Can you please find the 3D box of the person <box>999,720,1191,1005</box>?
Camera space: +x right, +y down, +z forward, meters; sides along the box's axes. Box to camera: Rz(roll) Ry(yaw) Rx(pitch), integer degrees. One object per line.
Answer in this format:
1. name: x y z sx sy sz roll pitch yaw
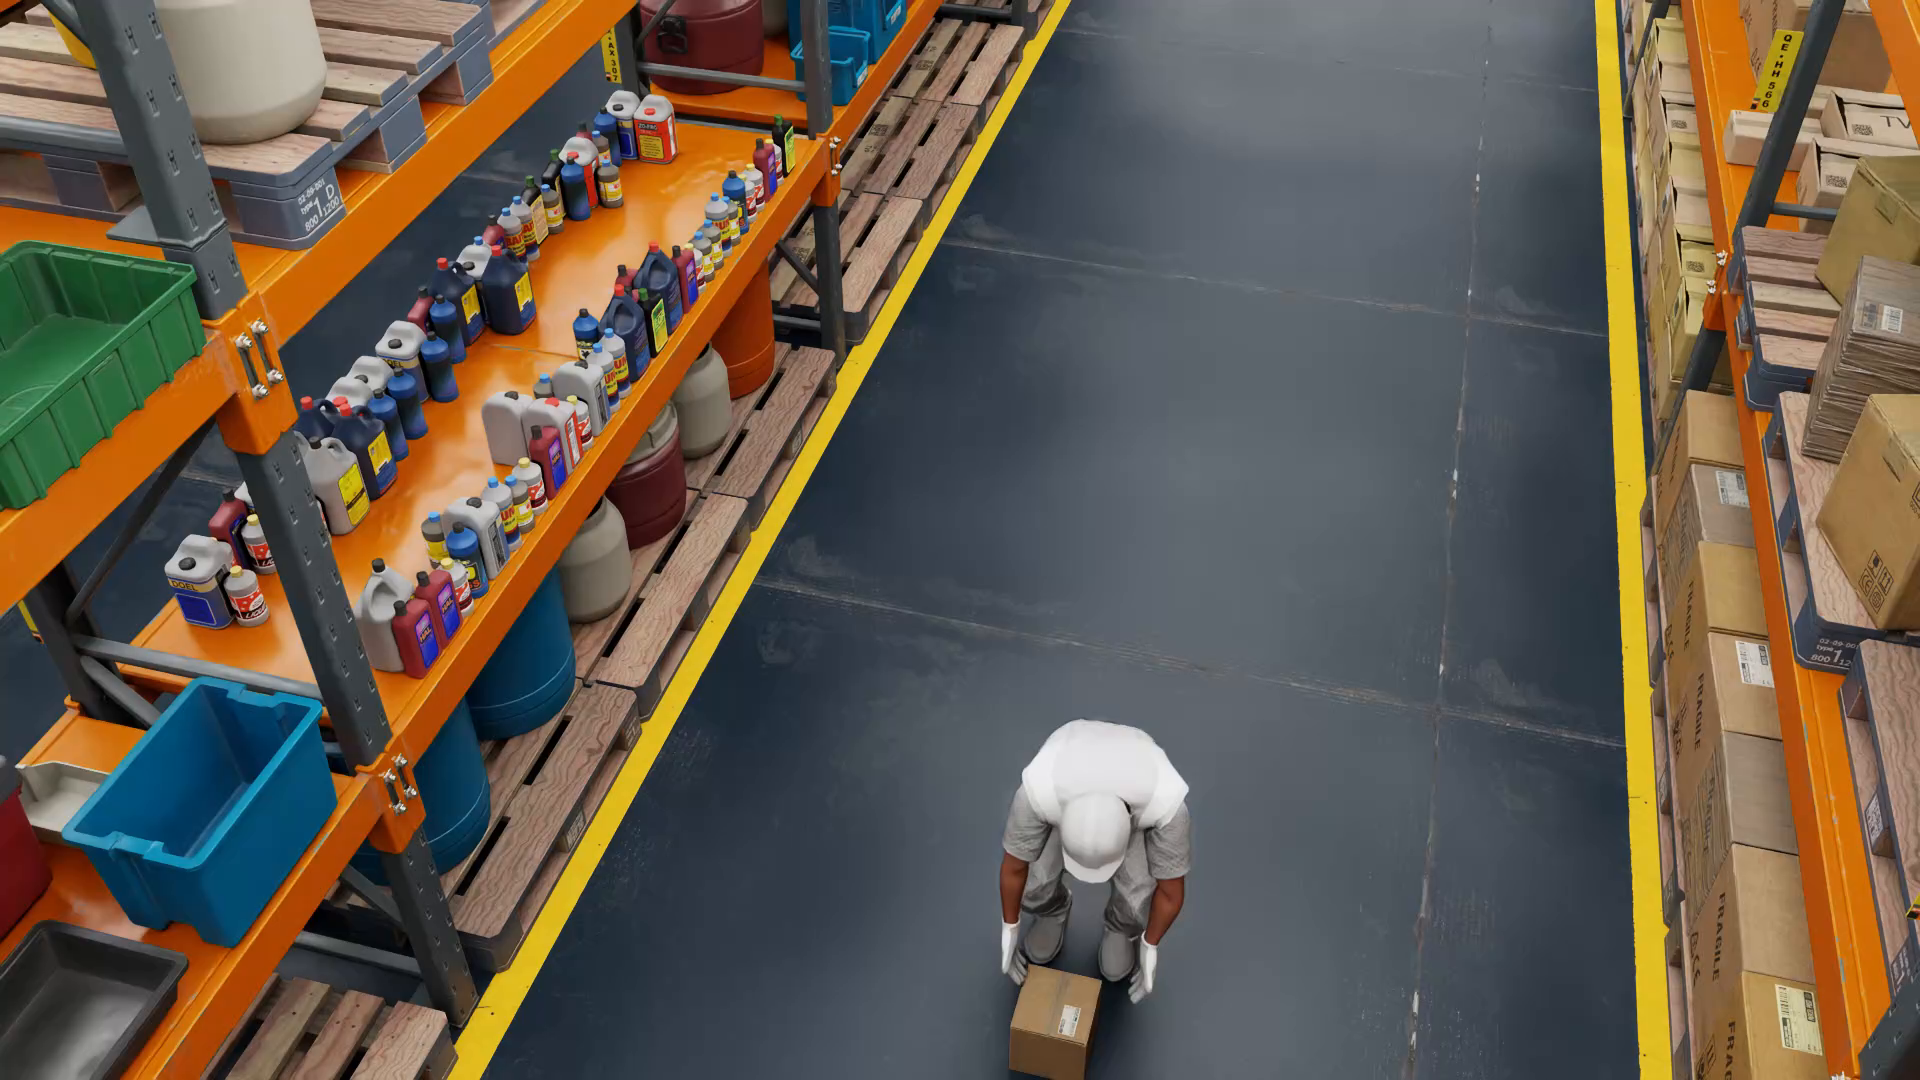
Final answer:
1. person: 0.467 1.004 5.447 0.596 1.168 0.859 10 42 11
